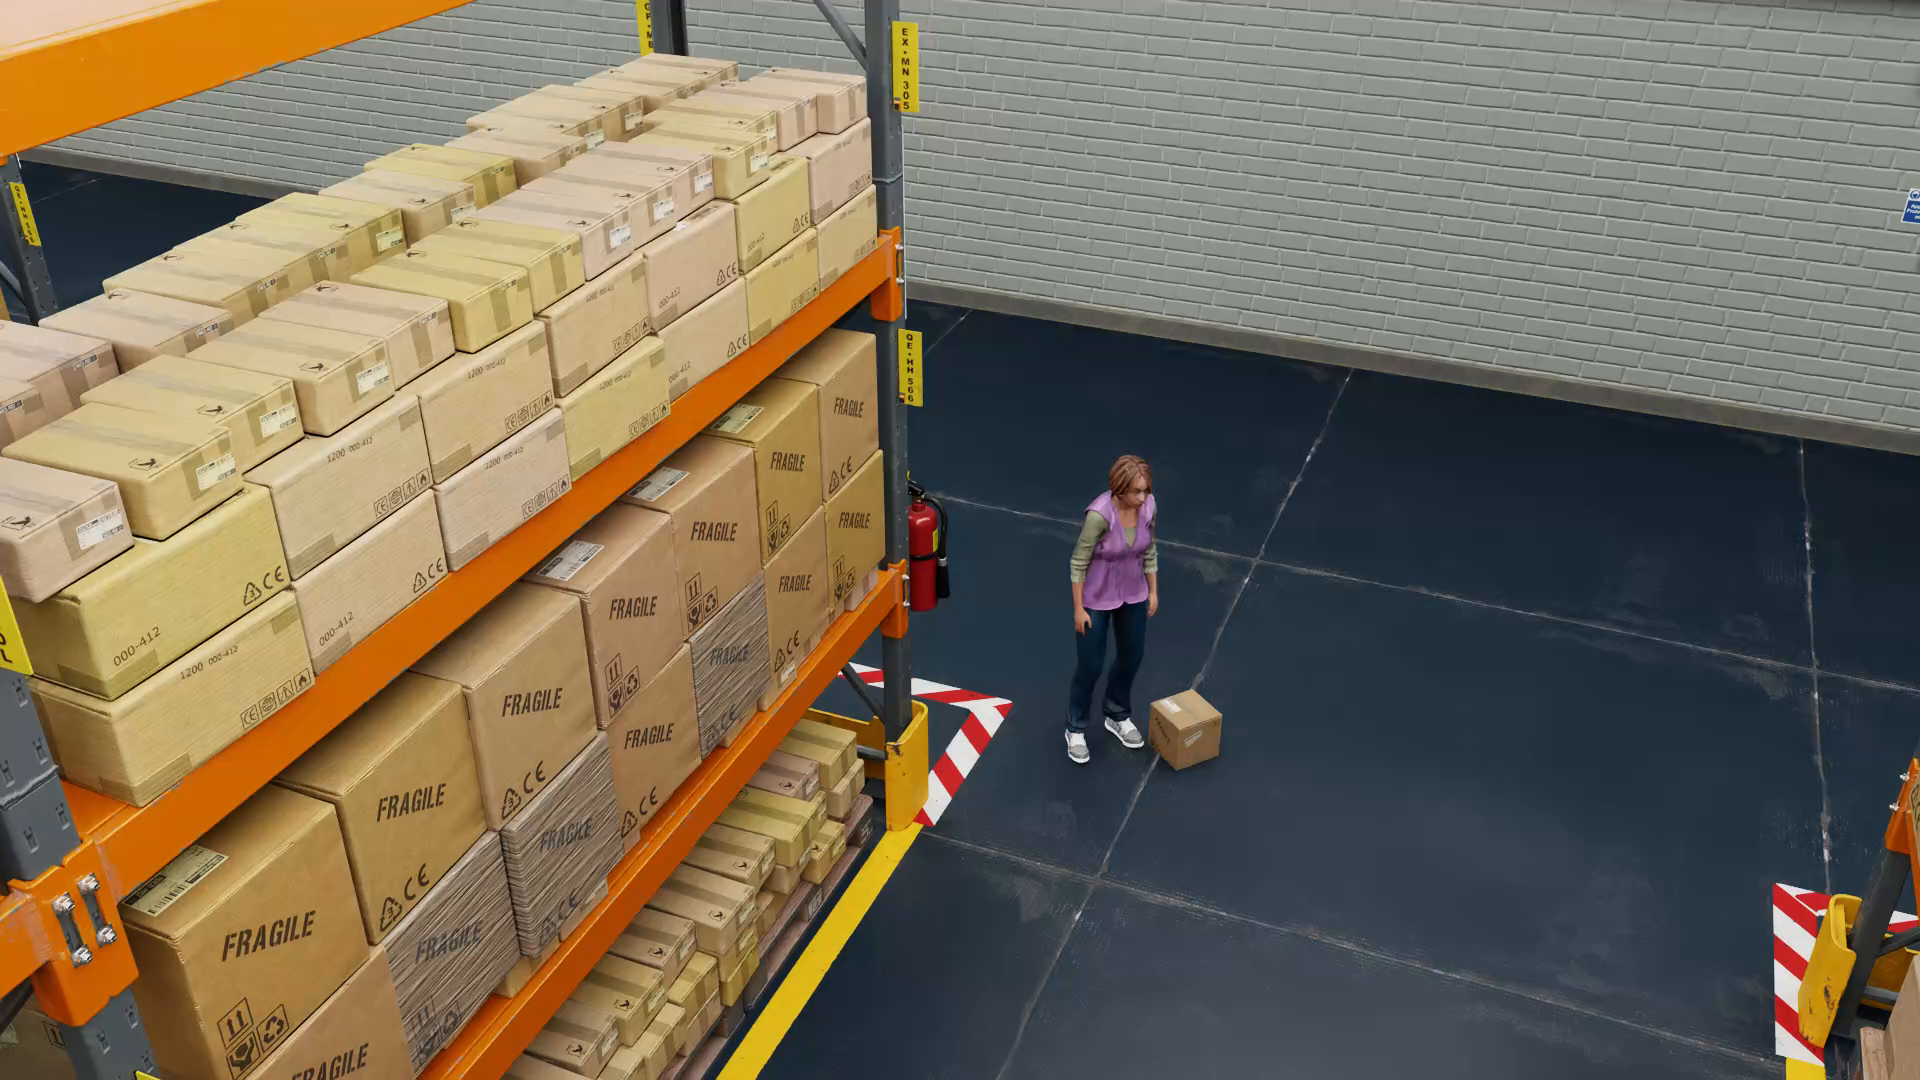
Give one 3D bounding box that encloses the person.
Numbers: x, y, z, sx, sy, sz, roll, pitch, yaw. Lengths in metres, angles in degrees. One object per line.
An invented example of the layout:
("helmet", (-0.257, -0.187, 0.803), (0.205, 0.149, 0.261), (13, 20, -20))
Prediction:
("person", (0.725, 0.297, 7.884), (0.484, 1.592, 0.346), (-13, 33, -22))
